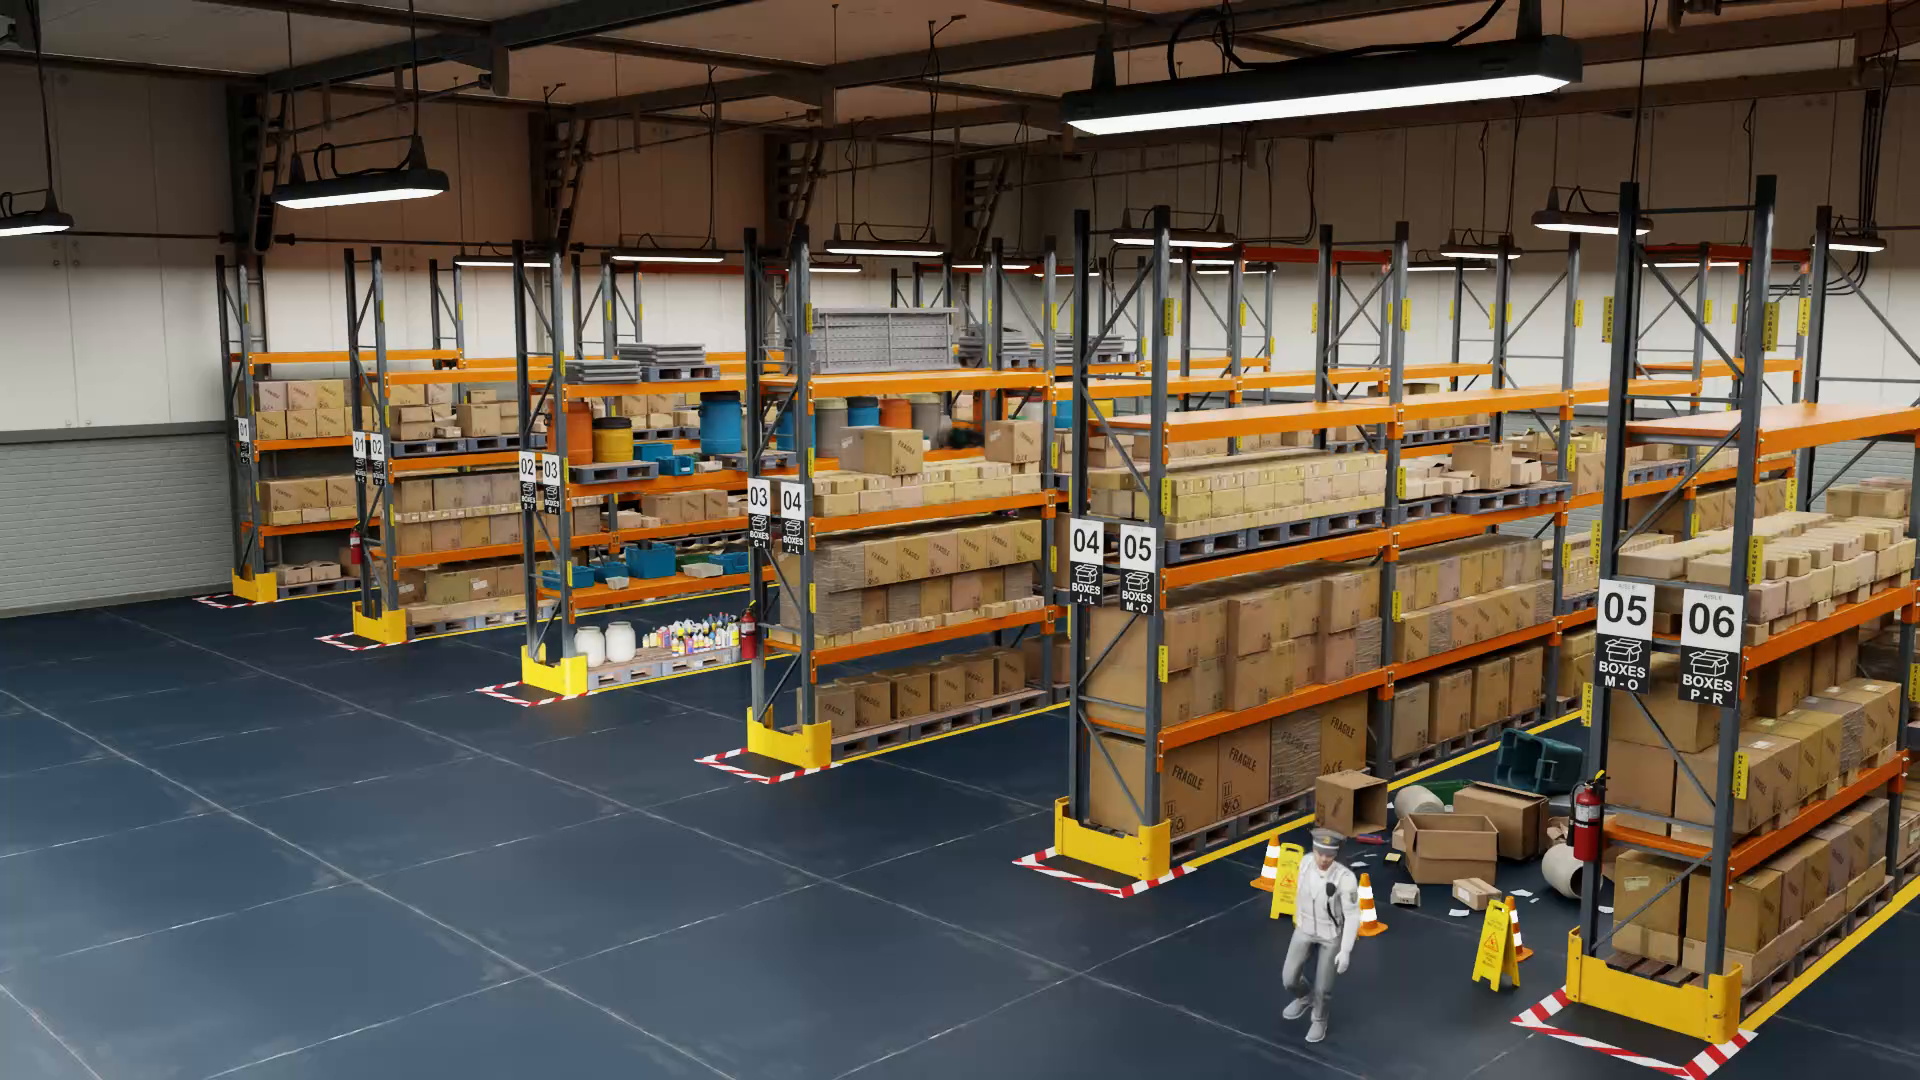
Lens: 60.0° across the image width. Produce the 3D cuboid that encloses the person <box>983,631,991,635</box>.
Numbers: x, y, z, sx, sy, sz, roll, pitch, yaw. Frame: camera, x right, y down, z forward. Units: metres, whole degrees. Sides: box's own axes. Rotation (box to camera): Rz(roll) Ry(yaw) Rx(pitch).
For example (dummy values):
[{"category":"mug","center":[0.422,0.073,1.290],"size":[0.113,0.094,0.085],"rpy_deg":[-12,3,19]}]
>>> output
[{"category":"person","center":[0.353,0.697,24.446],"size":[0.790,1.496,0.637],"rpy_deg":[-6,10,-36]}]

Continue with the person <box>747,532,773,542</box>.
[{"category":"person","center":[-3.968,-0.307,33.228],"size":[0.459,1.591,0.788],"rpy_deg":[6,10,38]}]

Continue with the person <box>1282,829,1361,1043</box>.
[{"category":"person","center":[2.516,2.750,11.577],"size":[0.617,1.619,0.561],"rpy_deg":[5,10,32]}]
